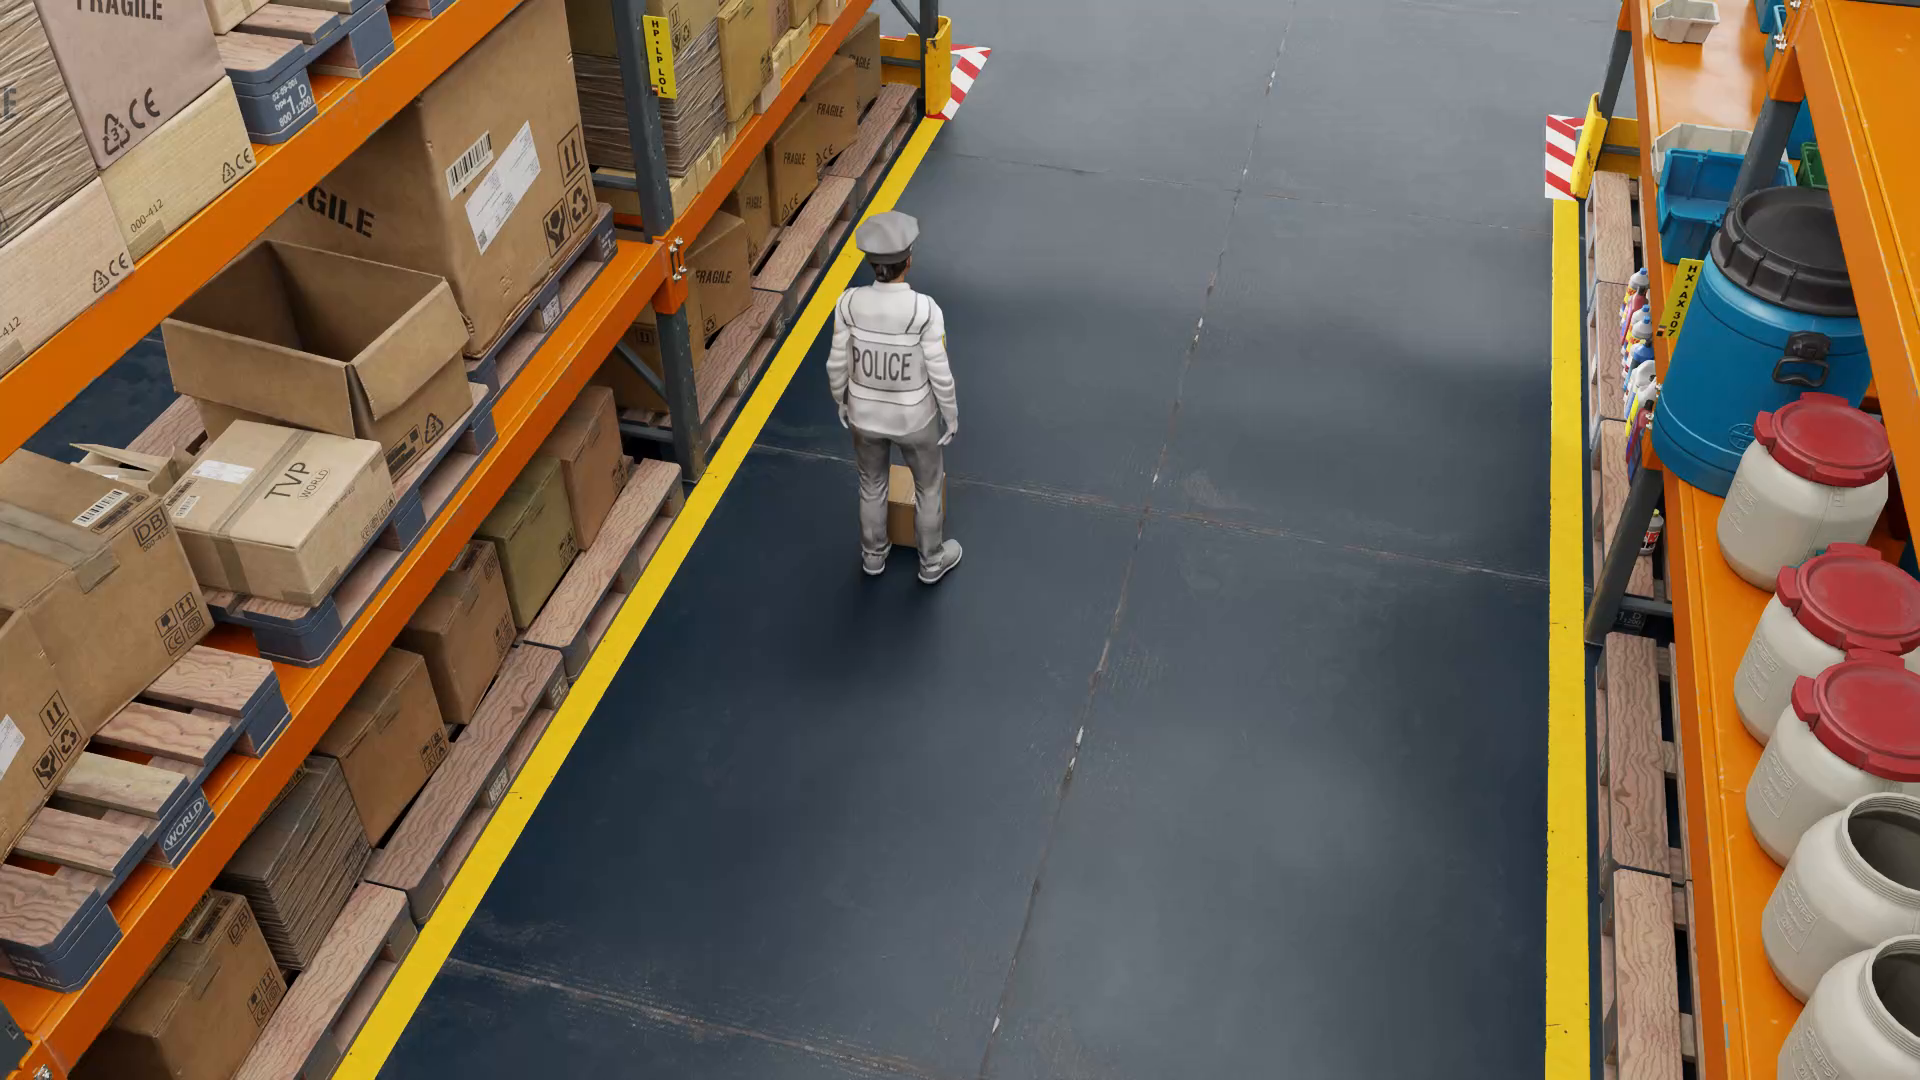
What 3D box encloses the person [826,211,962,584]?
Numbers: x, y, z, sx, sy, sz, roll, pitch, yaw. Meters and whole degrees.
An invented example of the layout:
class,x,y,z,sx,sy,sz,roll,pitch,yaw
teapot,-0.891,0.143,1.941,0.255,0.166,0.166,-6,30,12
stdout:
class,x,y,z,sx,sy,sz,roll,pitch,yaw
person,-0.264,-0.518,6.747,0.526,1.662,0.374,10,42,11
